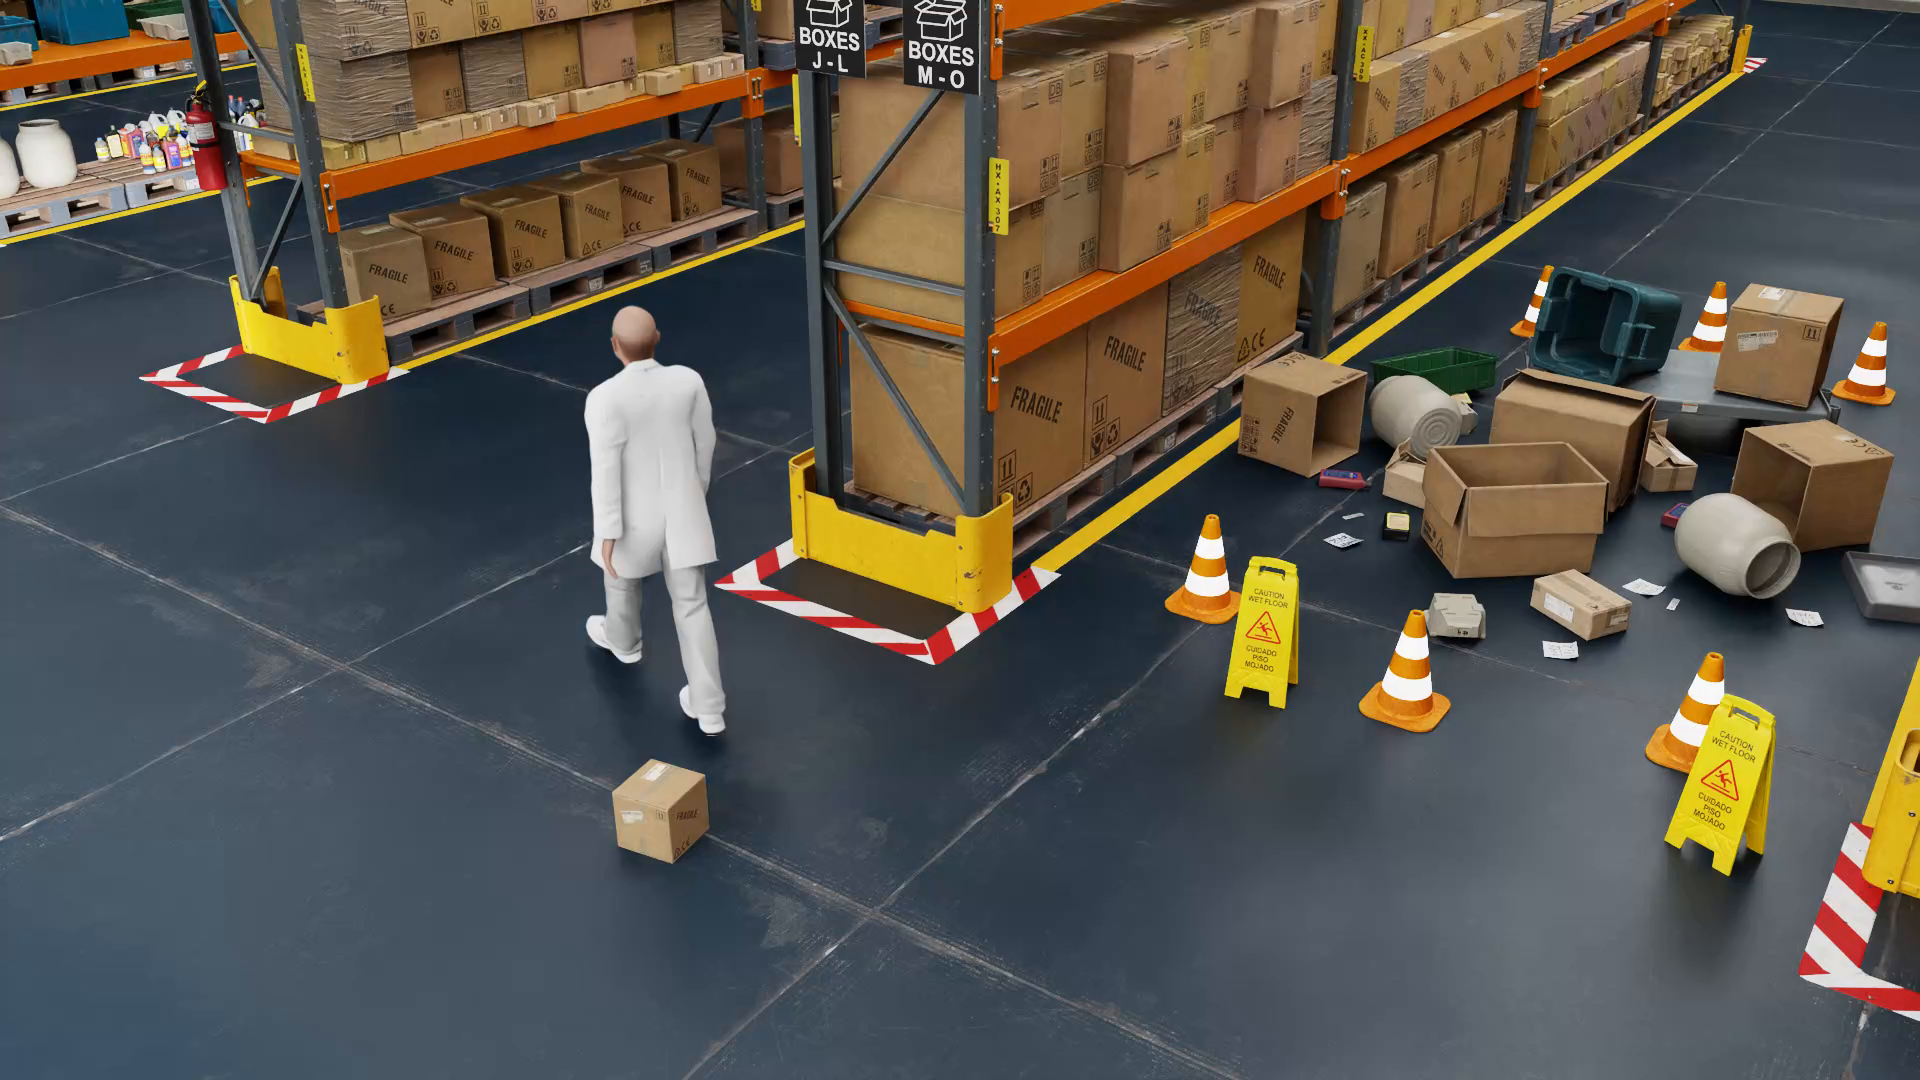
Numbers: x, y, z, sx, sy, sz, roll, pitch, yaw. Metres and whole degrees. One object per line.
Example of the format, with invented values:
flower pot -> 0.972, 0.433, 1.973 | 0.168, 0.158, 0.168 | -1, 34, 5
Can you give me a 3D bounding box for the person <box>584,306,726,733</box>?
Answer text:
person -> -1.286, -0.149, 6.914 | 0.603, 1.708, 1.128 | -14, 30, -26
